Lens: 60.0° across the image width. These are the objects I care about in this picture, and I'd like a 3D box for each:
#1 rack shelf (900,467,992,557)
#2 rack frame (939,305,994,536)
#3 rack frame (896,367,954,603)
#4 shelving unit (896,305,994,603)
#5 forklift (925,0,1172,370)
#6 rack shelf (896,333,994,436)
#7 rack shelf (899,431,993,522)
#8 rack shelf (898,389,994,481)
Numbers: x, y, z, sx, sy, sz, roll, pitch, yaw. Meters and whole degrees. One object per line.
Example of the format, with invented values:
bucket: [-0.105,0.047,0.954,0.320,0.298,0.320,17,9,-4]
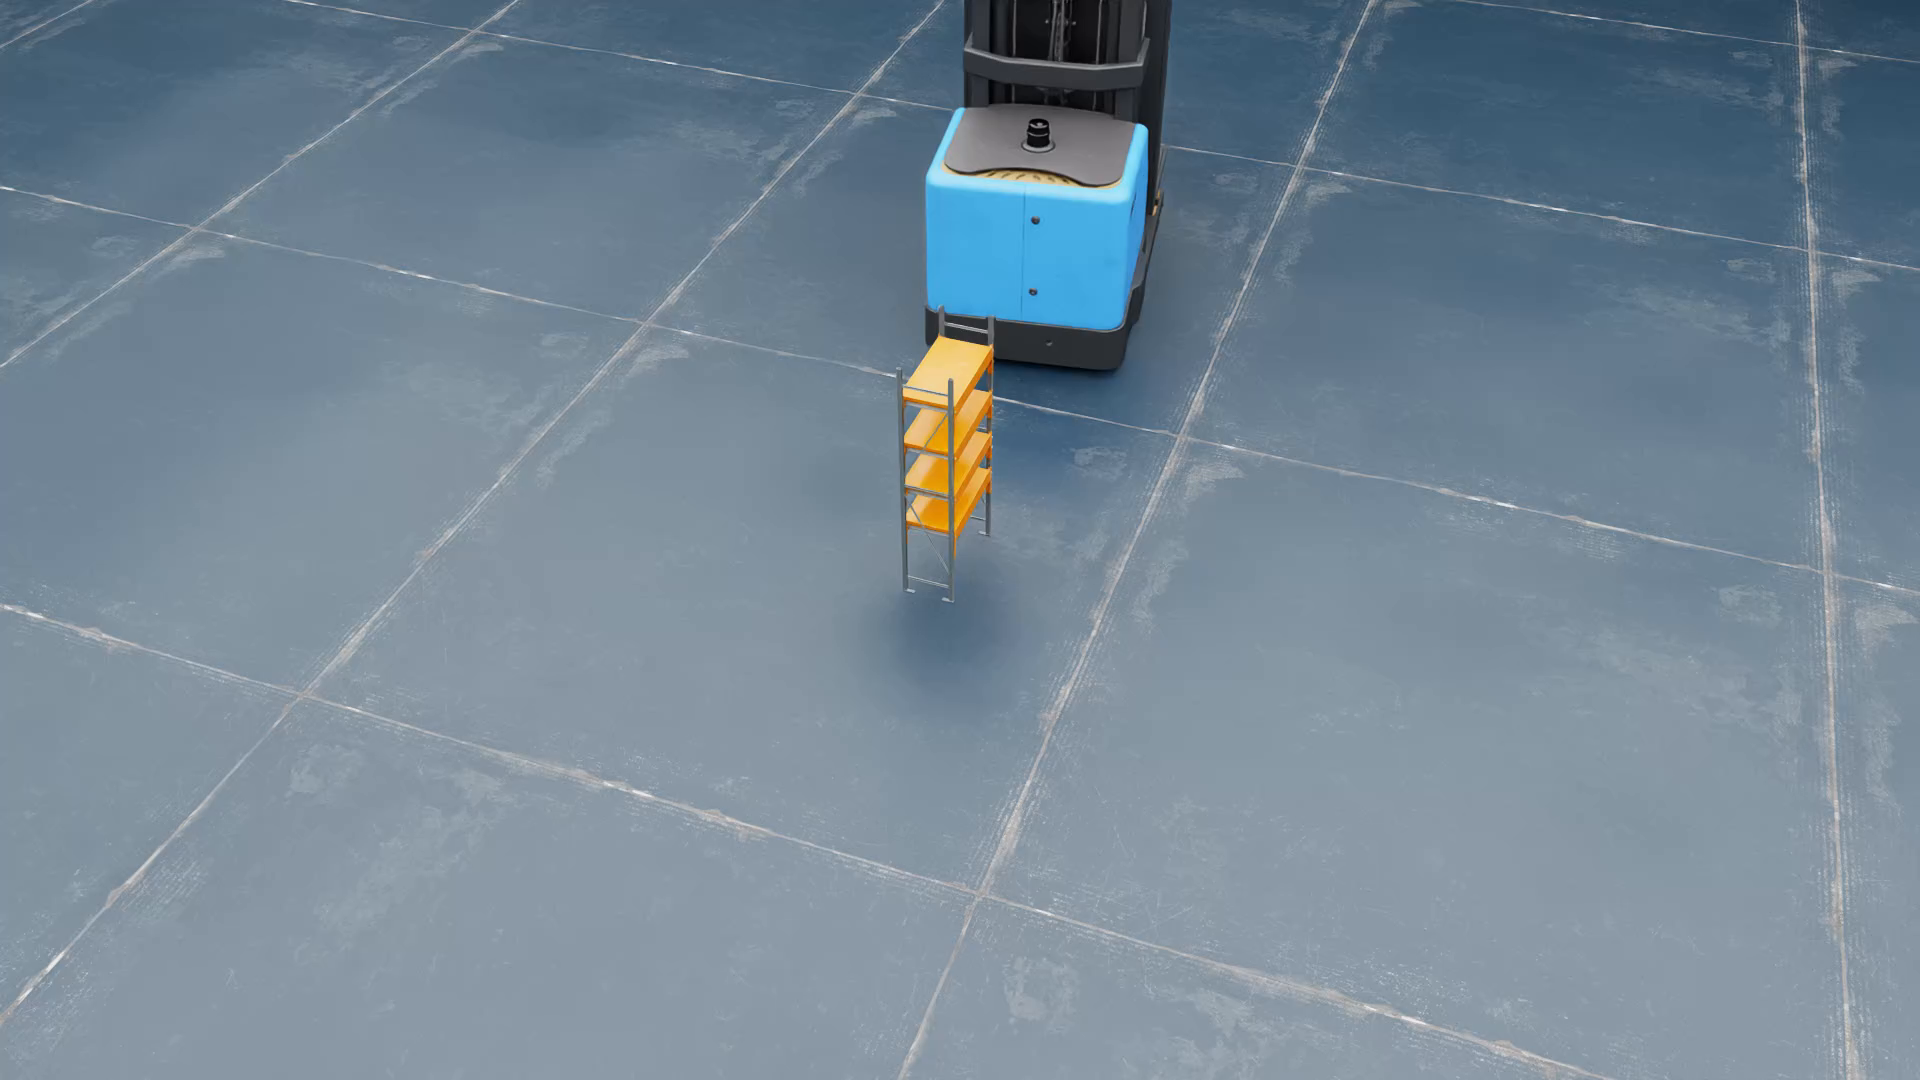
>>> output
rack shelf: [-0.057,-0.153,7.368,0.258,0.148,0.480,13,42,15]
rack frame: [0.027,-0.504,7.370,0.240,1.200,0.015,13,42,15]
rack frame: [-0.140,-0.207,7.021,0.240,1.200,0.015,13,42,15]
shelving unit: [-0.057,-0.355,7.196,0.258,1.200,0.503,13,42,15]
forklift: [0.612,-2.959,8.913,1.130,2.935,3.031,7,41,9]
rack shelf: [-0.057,-0.654,6.941,0.258,0.148,0.480,13,42,15]
rack shelf: [-0.057,-0.304,7.240,0.258,0.148,0.480,13,42,15]
rack shelf: [-0.057,-0.474,7.094,0.258,0.148,0.480,13,42,15]
